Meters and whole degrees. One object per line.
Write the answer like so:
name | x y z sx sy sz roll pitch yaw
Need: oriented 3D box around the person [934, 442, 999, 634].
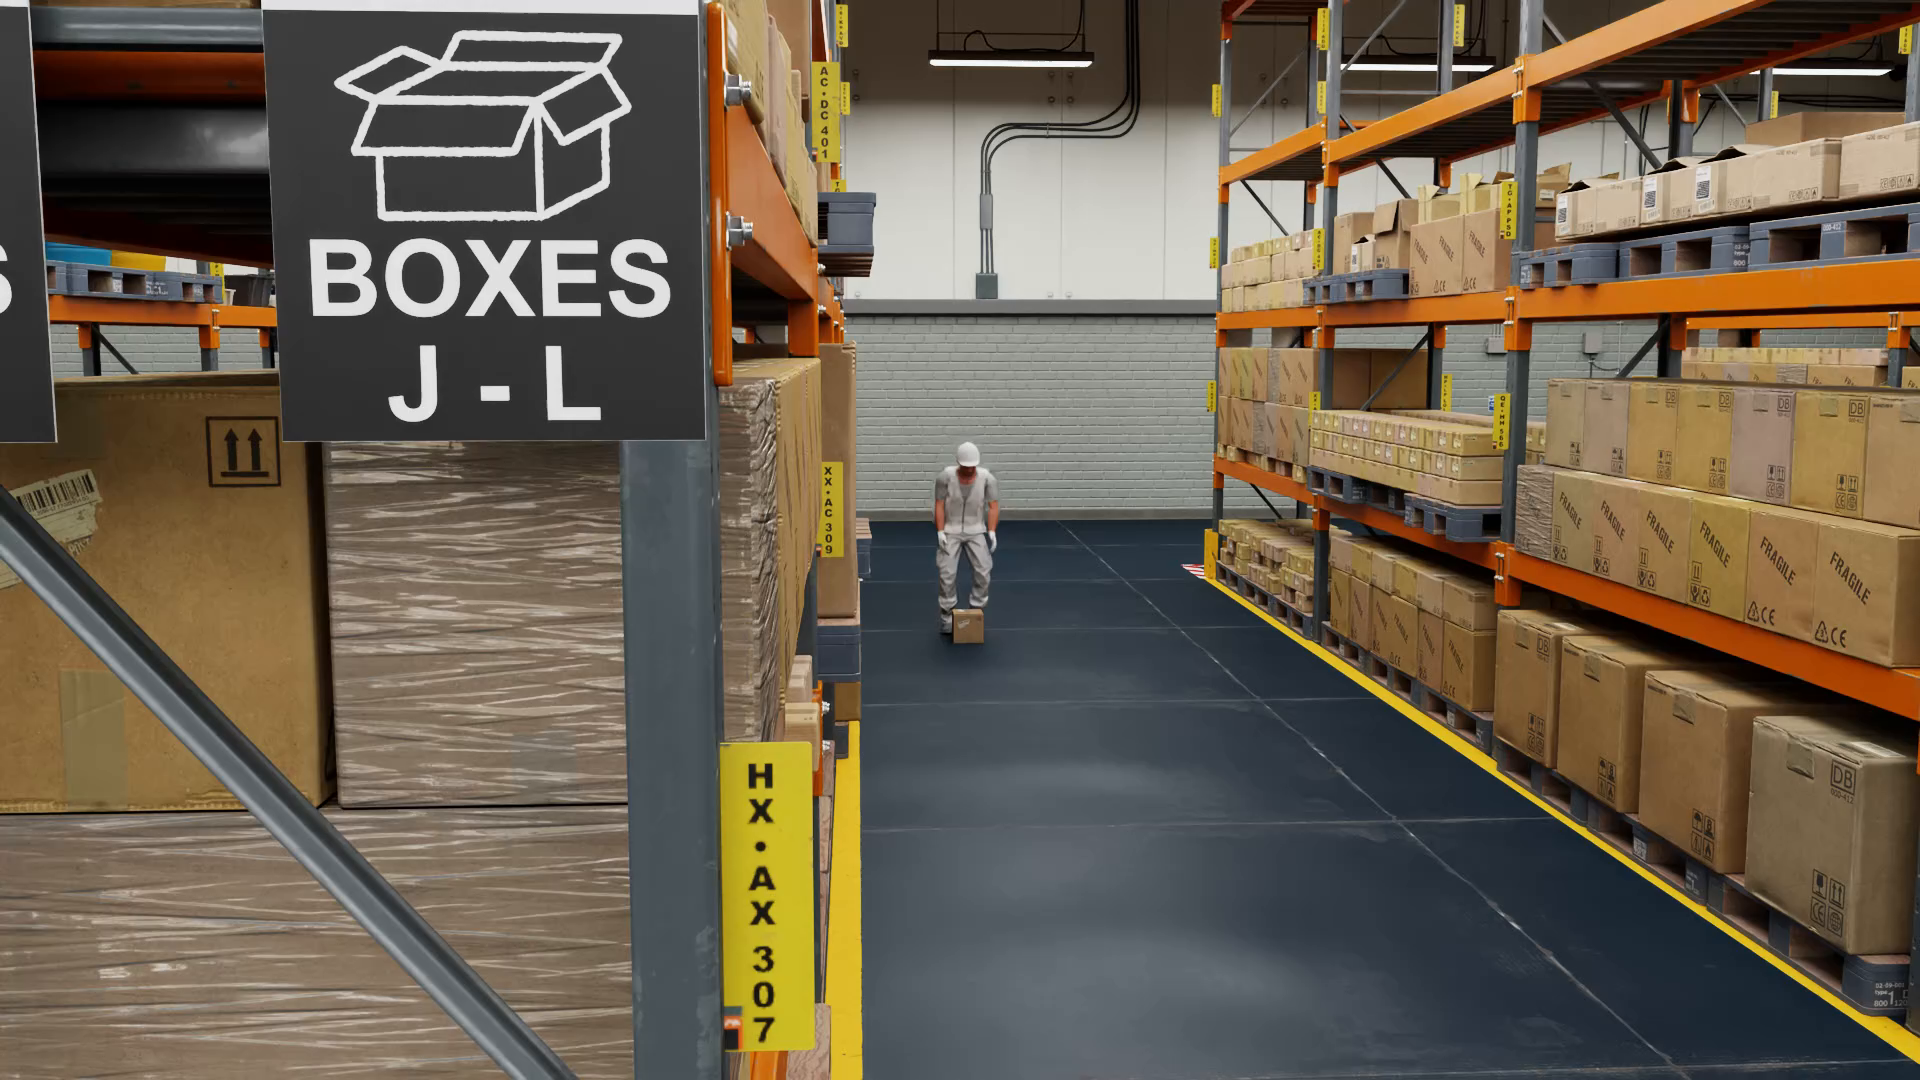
person | 0.058 -0.022 14.355 0.560 1.666 0.558 0 7 -2
